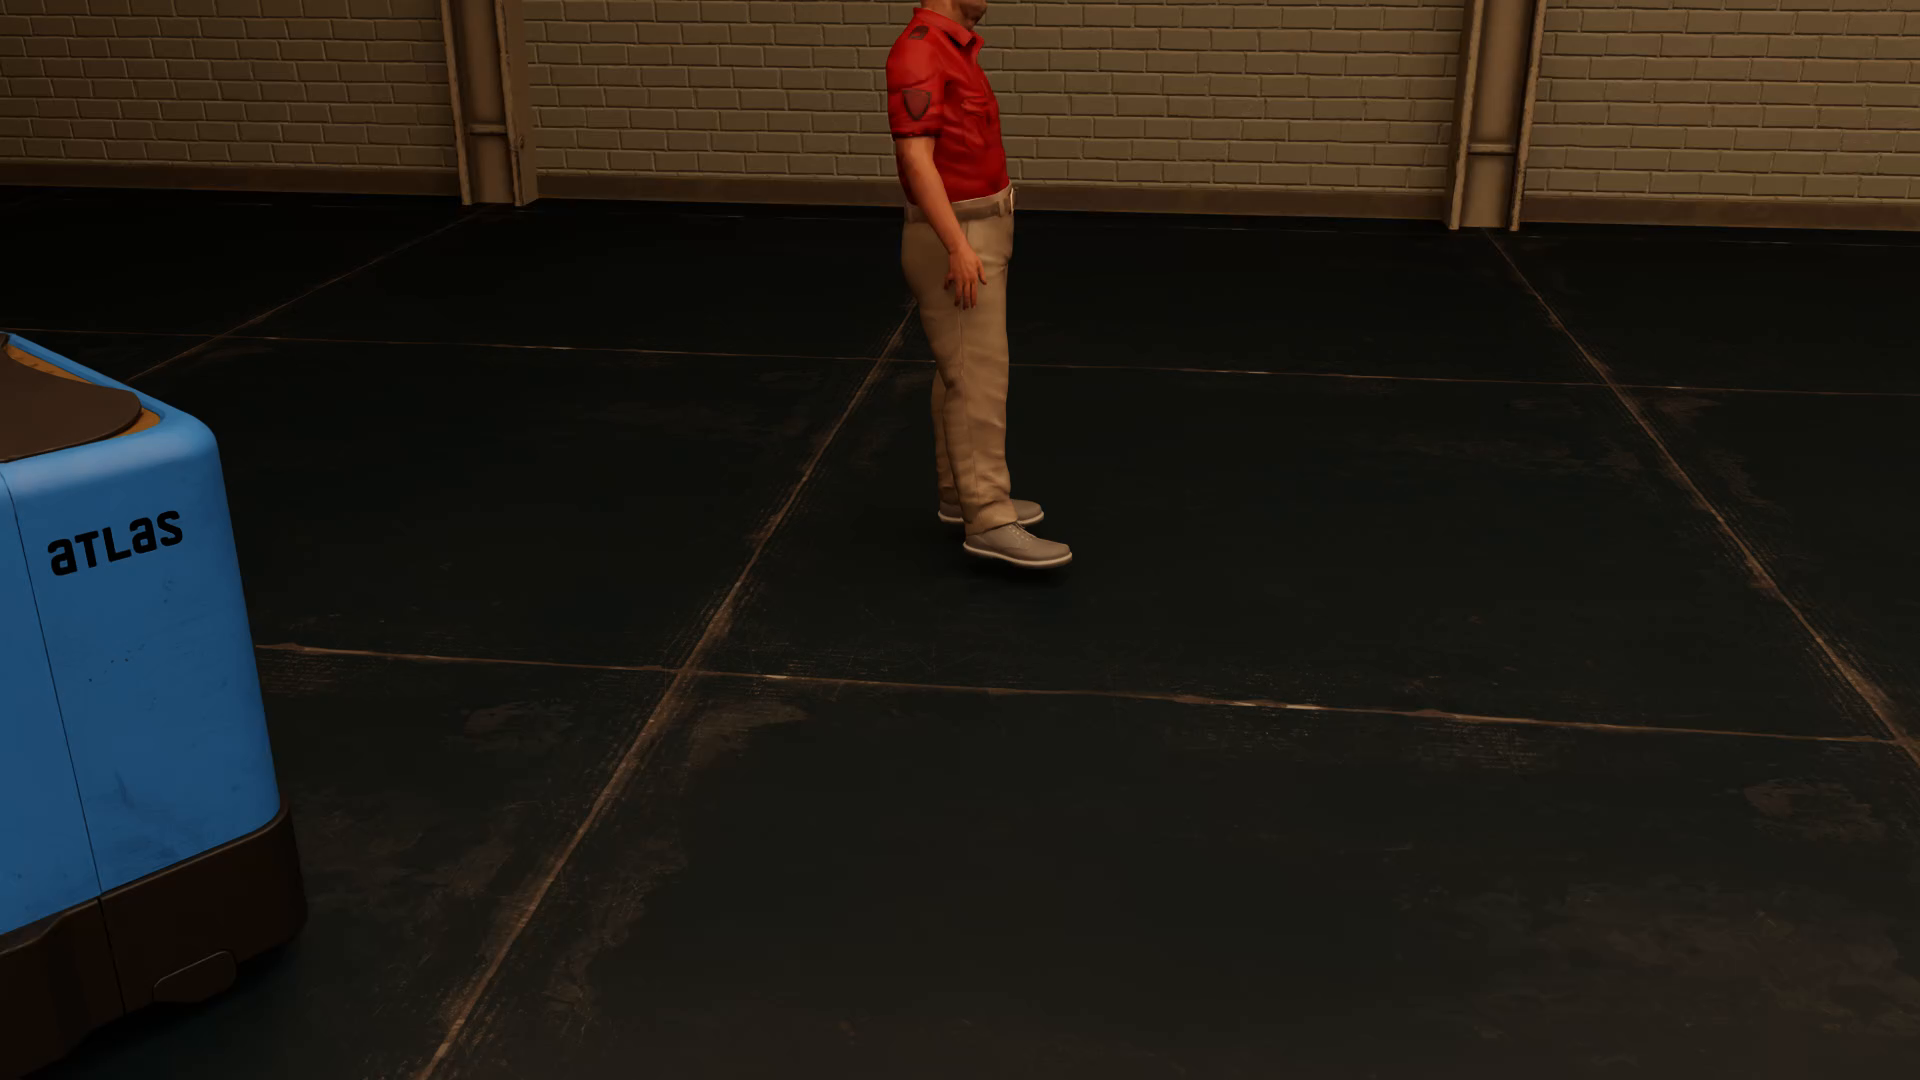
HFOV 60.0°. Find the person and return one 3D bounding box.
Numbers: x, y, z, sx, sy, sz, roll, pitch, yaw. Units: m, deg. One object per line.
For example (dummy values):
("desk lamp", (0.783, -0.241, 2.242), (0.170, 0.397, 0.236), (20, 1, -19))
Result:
("person", (0.088, -0.838, 4.815), (0.550, 1.727, 0.641), (3, 22, 7))

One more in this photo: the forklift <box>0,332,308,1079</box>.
("forklift", (-2.616, -0.279, 1.947), (1.130, 2.935, 3.031), (19, 29, 39))
